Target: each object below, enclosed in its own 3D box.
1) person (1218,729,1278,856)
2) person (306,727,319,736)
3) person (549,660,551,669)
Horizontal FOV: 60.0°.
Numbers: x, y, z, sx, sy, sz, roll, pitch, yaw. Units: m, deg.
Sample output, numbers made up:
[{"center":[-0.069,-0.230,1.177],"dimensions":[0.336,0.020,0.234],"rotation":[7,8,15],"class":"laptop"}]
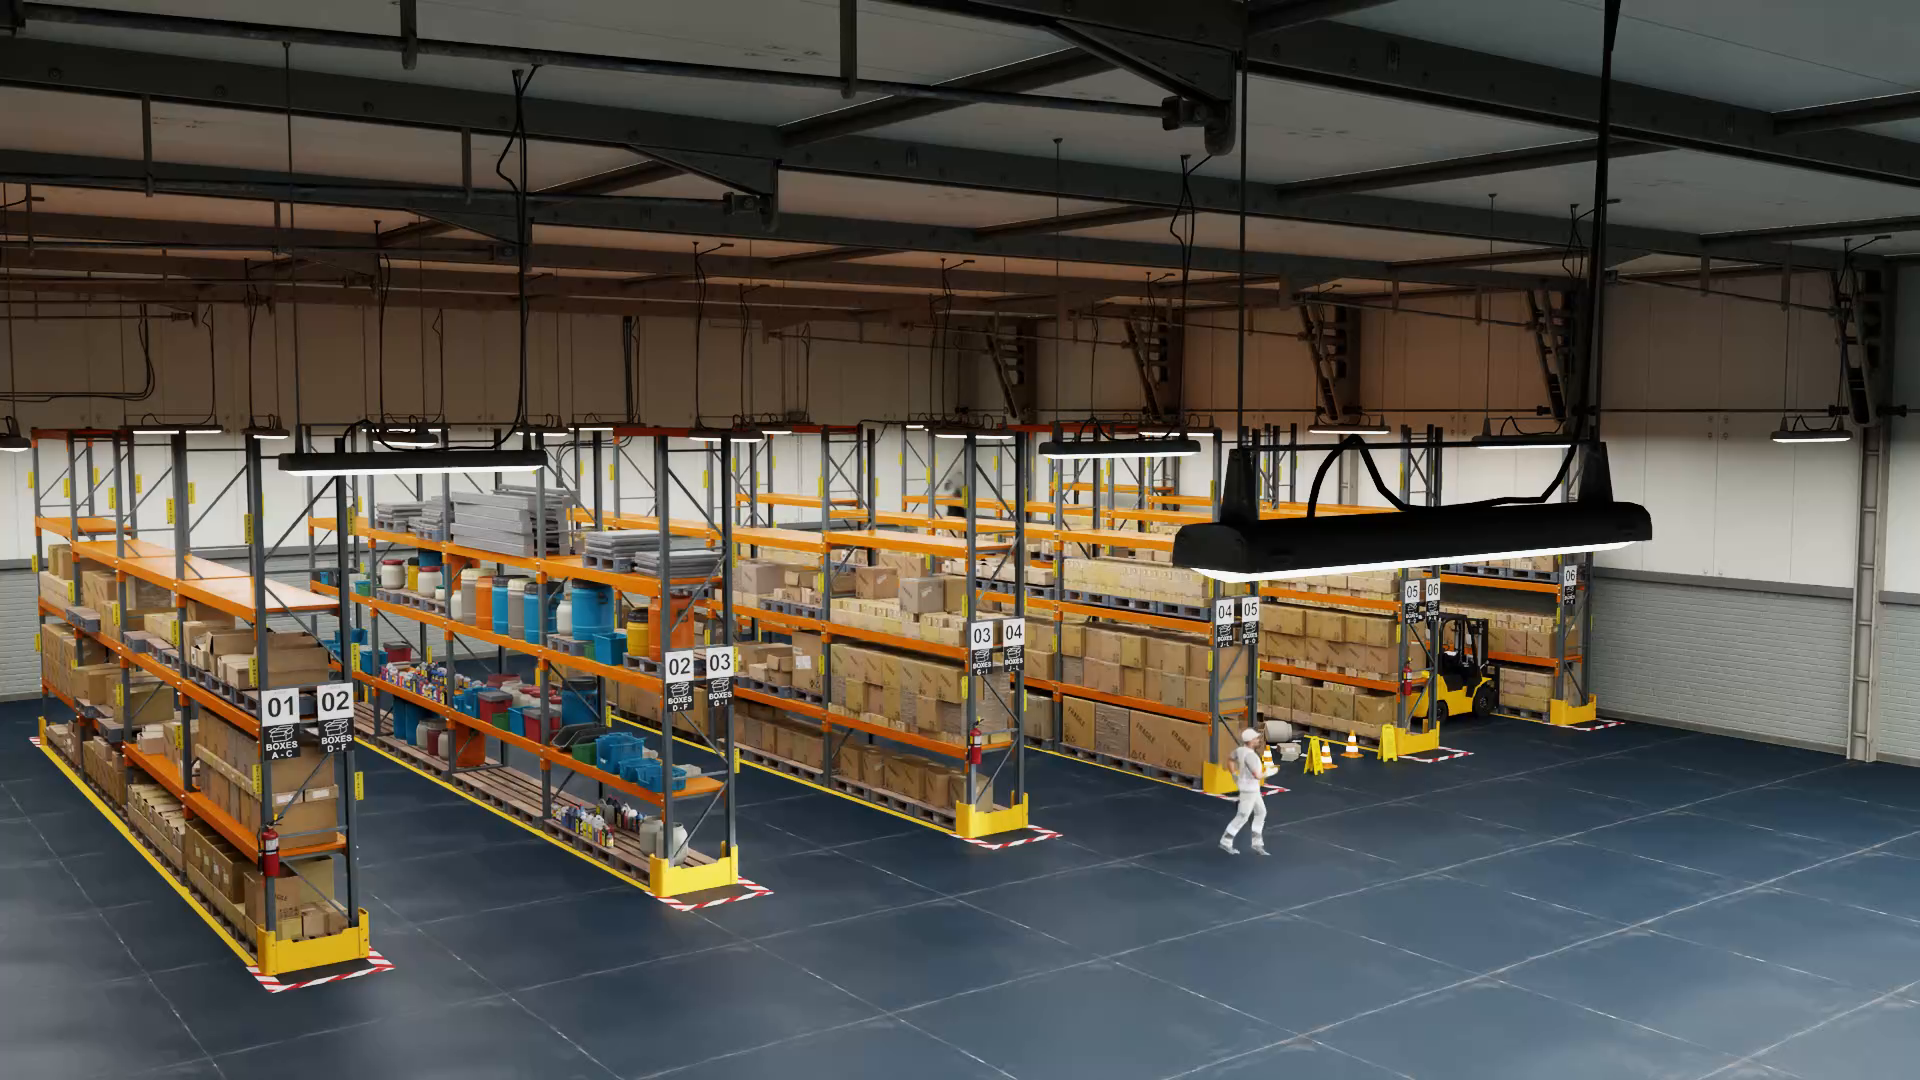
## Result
[{"center":[4.068,3.589,23.498],"dimensions":[0.819,1.860,0.649],"rotation":[0,4,3],"class":"person"},{"center":[-10.337,3.389,26.390],"dimensions":[0.627,1.790,0.733],"rotation":[-4,6,-40],"class":"person"},{"center":[-9.606,2.494,38.689],"dimensions":[0.540,1.609,0.597],"rotation":[-1,5,-15],"class":"person"}]
